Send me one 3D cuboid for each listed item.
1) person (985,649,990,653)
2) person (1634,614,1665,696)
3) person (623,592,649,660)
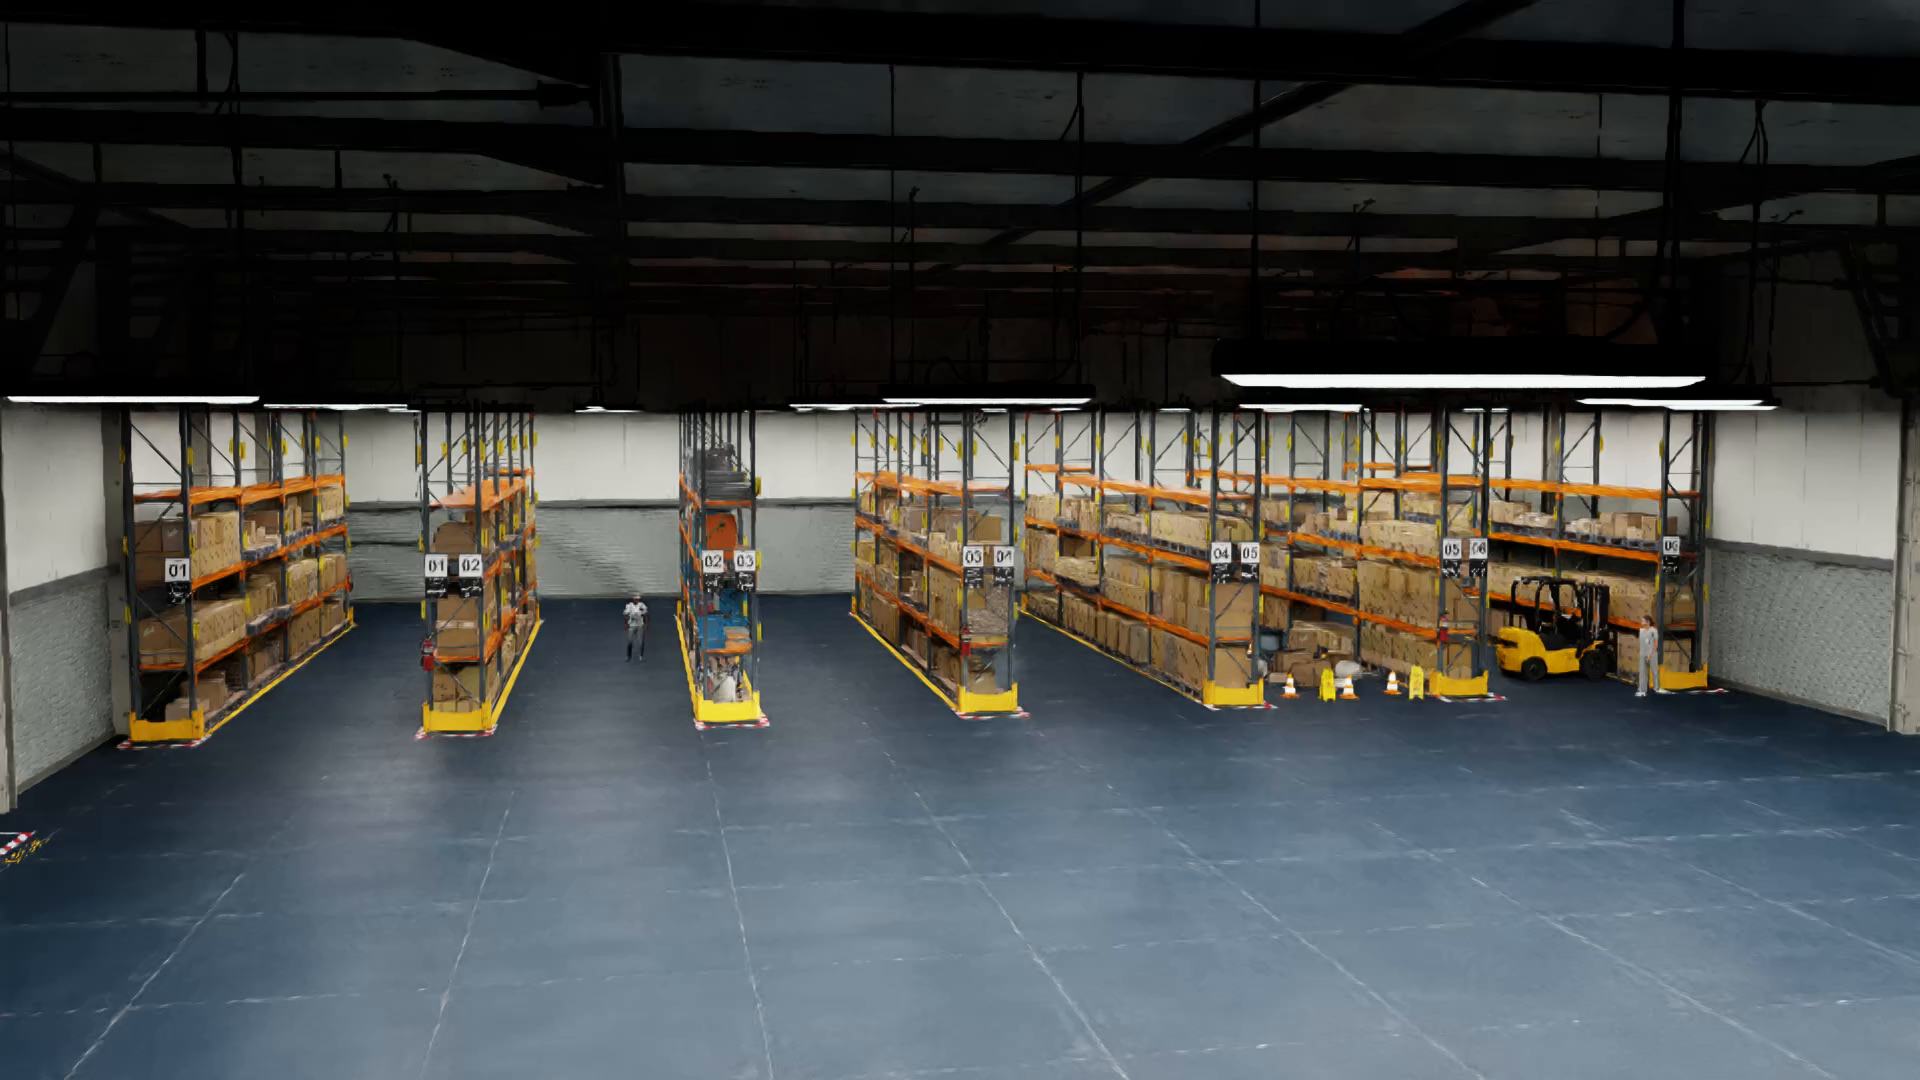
[{"bbox_3d":[0.715,1.835,40.048,0.588,1.700,1.193,-1,4,-13],"label":"person"},{"bbox_3d":[14.064,2.339,33.905,0.700,1.664,0.486,-4,6,-40],"label":"person"},{"bbox_3d":[-7.538,1.998,38.705,0.592,1.629,0.531,-1,4,-13],"label":"person"}]
